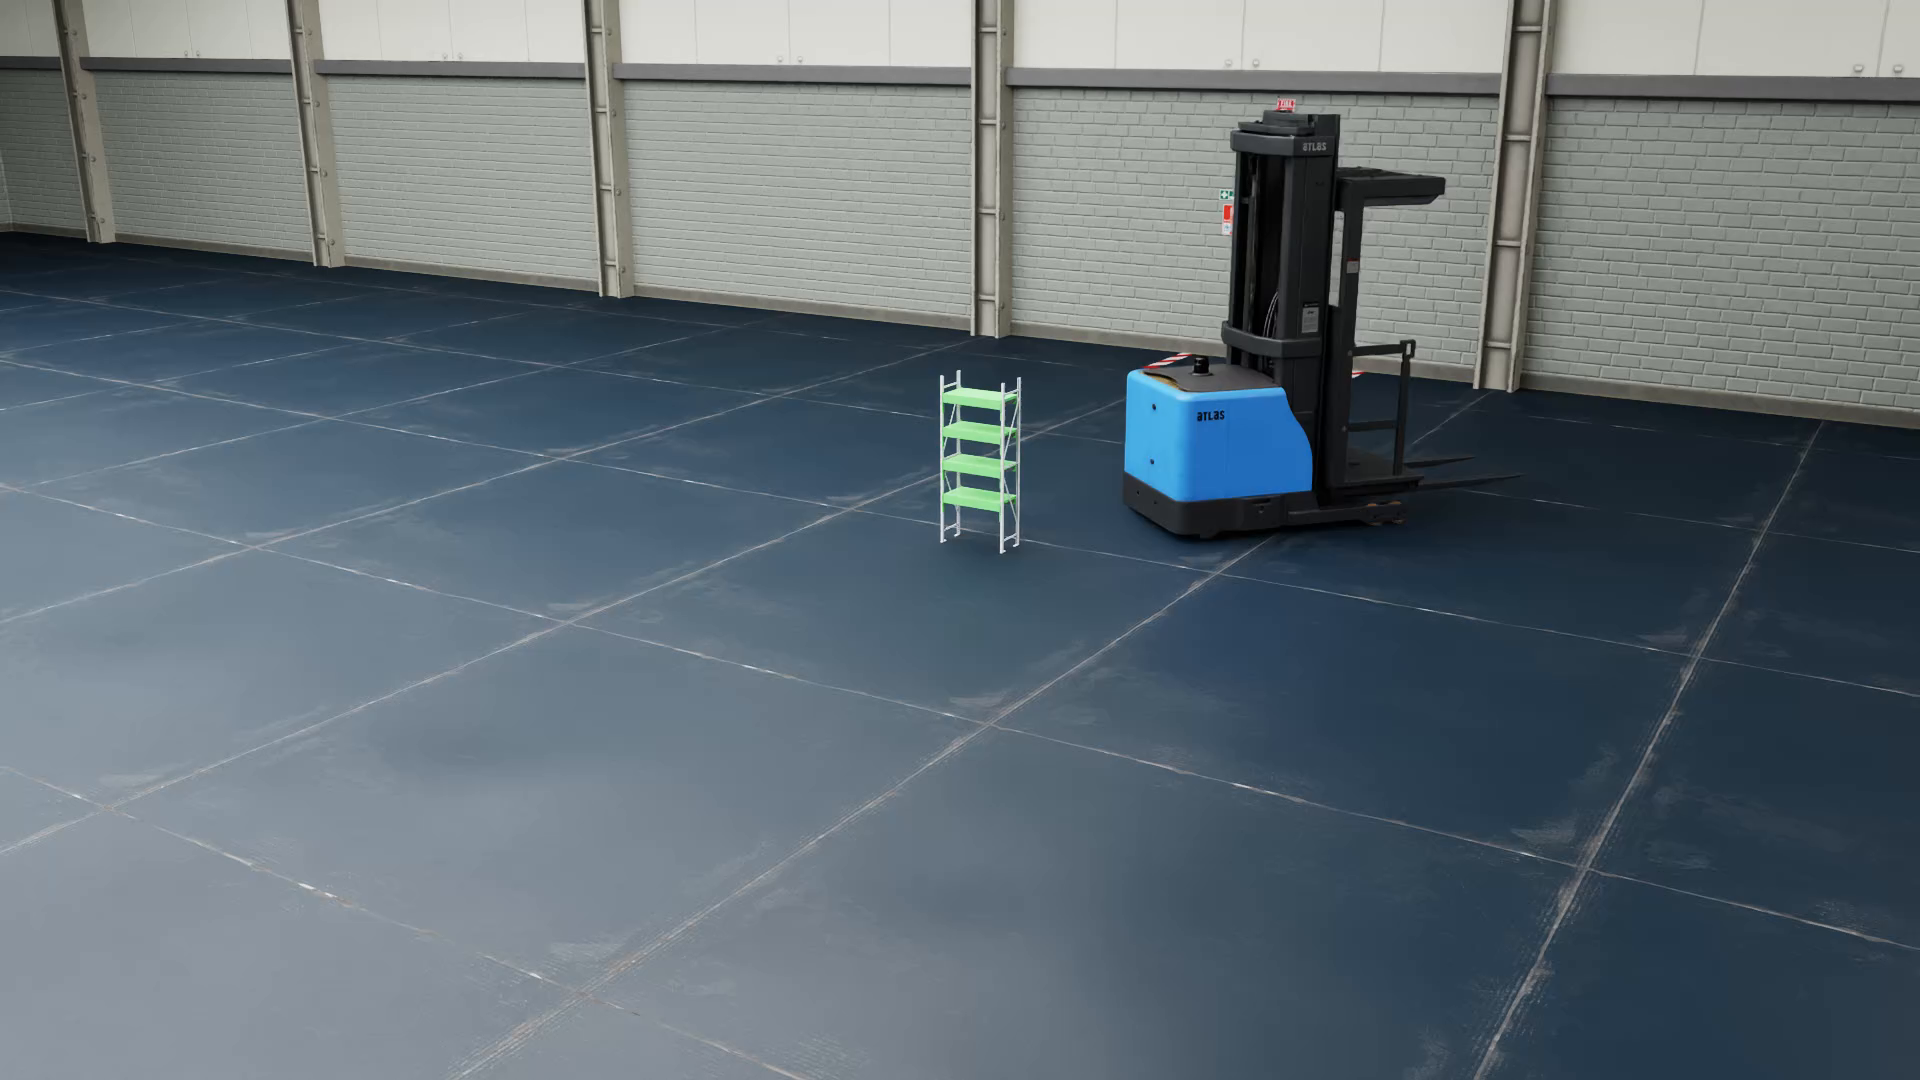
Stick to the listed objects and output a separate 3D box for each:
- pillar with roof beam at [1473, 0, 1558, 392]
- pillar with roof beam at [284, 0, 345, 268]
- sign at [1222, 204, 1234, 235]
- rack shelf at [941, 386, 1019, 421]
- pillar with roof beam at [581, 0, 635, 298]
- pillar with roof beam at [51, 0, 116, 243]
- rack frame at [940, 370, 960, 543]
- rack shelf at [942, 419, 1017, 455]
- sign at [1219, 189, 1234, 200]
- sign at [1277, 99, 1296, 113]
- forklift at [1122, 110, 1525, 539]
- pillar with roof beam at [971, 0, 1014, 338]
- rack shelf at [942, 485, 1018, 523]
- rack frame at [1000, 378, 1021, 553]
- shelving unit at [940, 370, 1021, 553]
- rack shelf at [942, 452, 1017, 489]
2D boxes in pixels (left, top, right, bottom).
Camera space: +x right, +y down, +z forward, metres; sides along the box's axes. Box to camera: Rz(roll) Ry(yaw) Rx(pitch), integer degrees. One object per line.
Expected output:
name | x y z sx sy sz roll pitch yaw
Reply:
pillar with roof beam | 3.232 -4.796 12.186 0.400 9.000 9.100 10 20 30
pillar with roof beam | -12.106 -7.534 21.200 0.400 9.000 9.100 10 20 30
sign | 2.982 -3.504 18.193 0.234 0.329 0.001 10 20 30
rack shelf | 0.141 -0.947 11.503 0.480 0.148 0.258 10 20 30
pillar with roof beam | -6.993 -6.621 18.195 0.400 9.000 9.100 10 20 30
pillar with roof beam | -17.219 -8.446 24.204 0.400 9.000 9.100 10 20 30
rack frame | -0.067 -0.586 11.746 0.015 1.200 0.240 10 20 30
rack shelf | 0.141 -0.717 11.573 0.480 0.148 0.258 10 20 30
sign | 2.982 -3.754 18.106 0.331 0.109 0.001 10 20 30
sign | 3.445 -4.512 17.585 0.199 0.298 0.001 10 20 30
forklift | 2.801 -1.644 12.252 3.031 2.935 1.130 -6 18 -18
pillar with roof beam | -1.880 -5.708 15.191 0.400 9.000 9.100 10 20 30
rack shelf | 0.141 -0.258 11.712 0.480 0.148 0.258 10 20 30
rack frame | 0.349 -0.512 11.502 0.015 1.200 0.240 10 20 30
shelving unit | 0.141 -0.549 11.624 0.503 1.200 0.258 10 20 30
rack shelf | 0.141 -0.488 11.642 0.480 0.148 0.258 10 20 30
